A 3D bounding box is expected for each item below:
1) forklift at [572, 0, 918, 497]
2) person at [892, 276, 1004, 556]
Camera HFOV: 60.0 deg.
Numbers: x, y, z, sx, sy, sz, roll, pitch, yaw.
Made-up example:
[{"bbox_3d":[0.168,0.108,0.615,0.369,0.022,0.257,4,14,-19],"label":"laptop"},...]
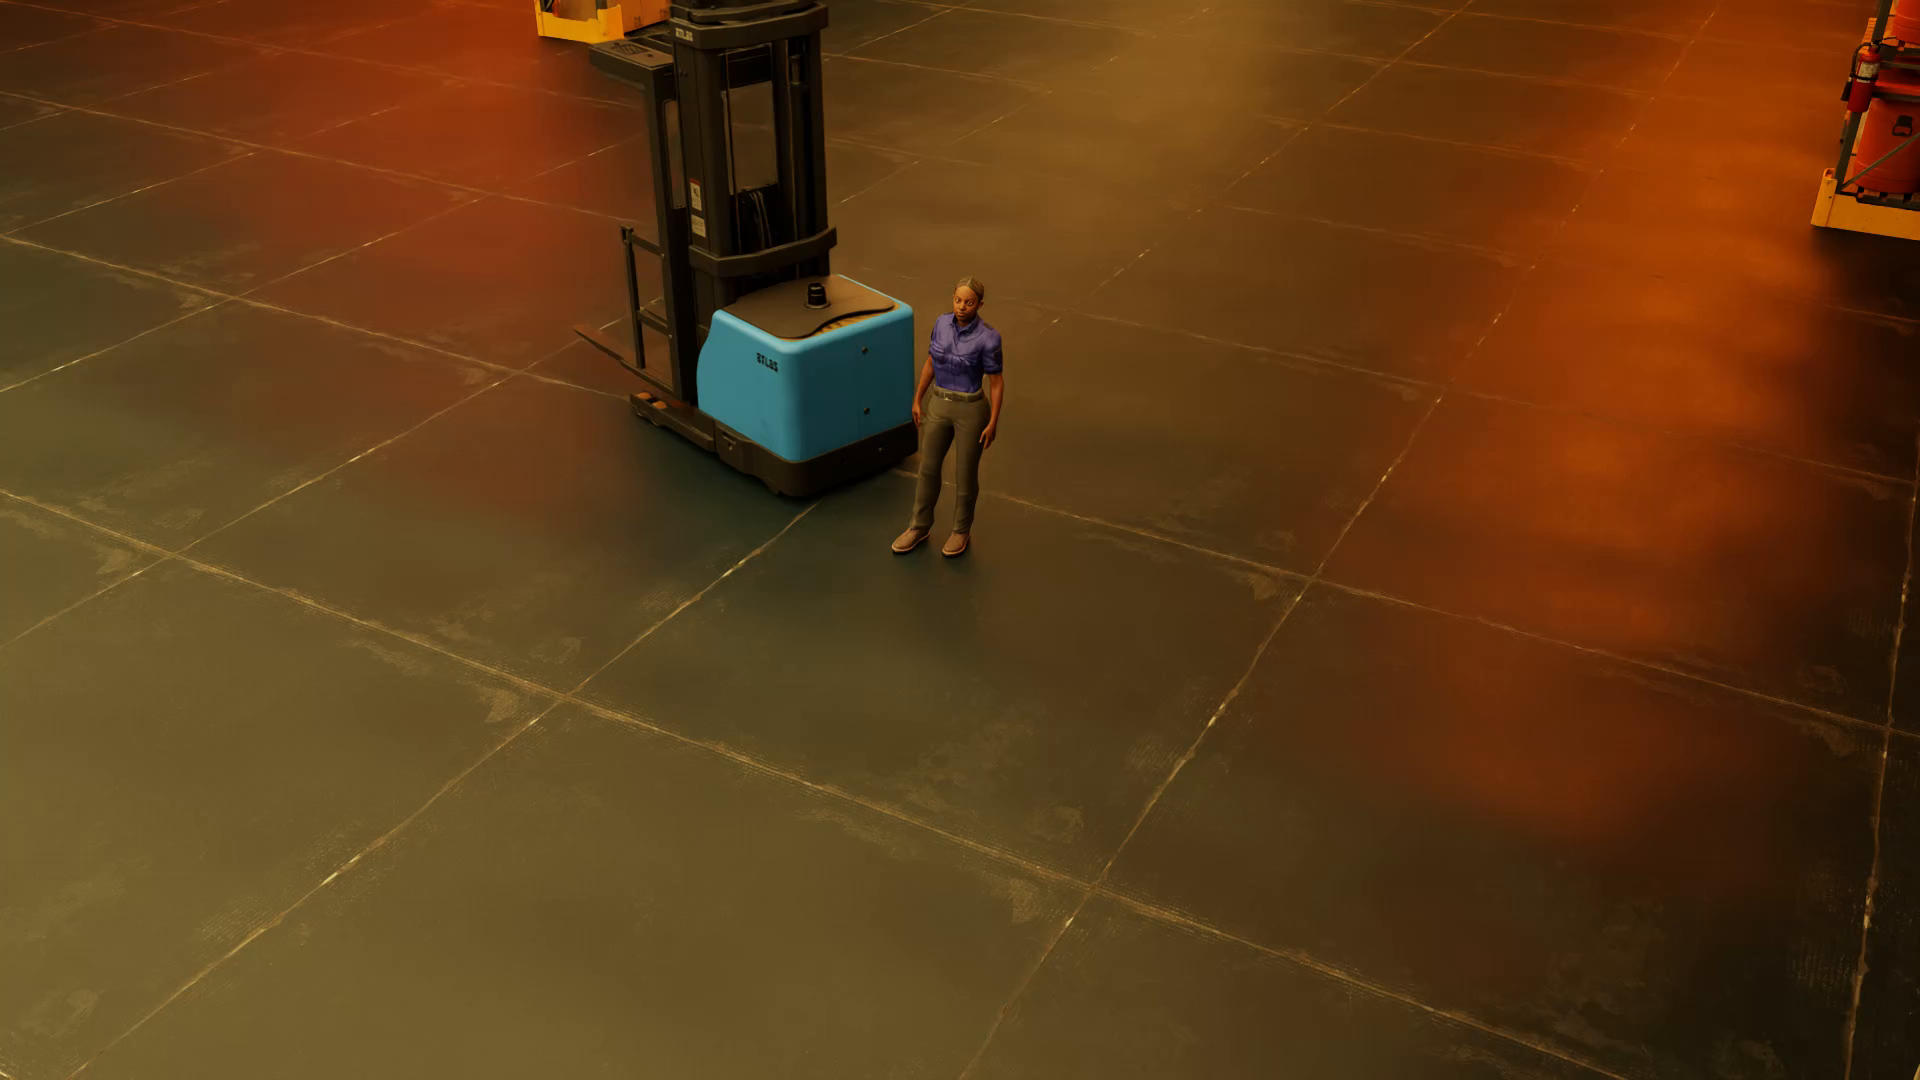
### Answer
[{"bbox_3d":[-1.621,-2.195,10.874,1.130,2.935,3.031,-24,37,-35],"label":"forklift"},{"bbox_3d":[-0.060,-0.689,9.527,0.569,1.656,0.503,15,33,25],"label":"person"}]
